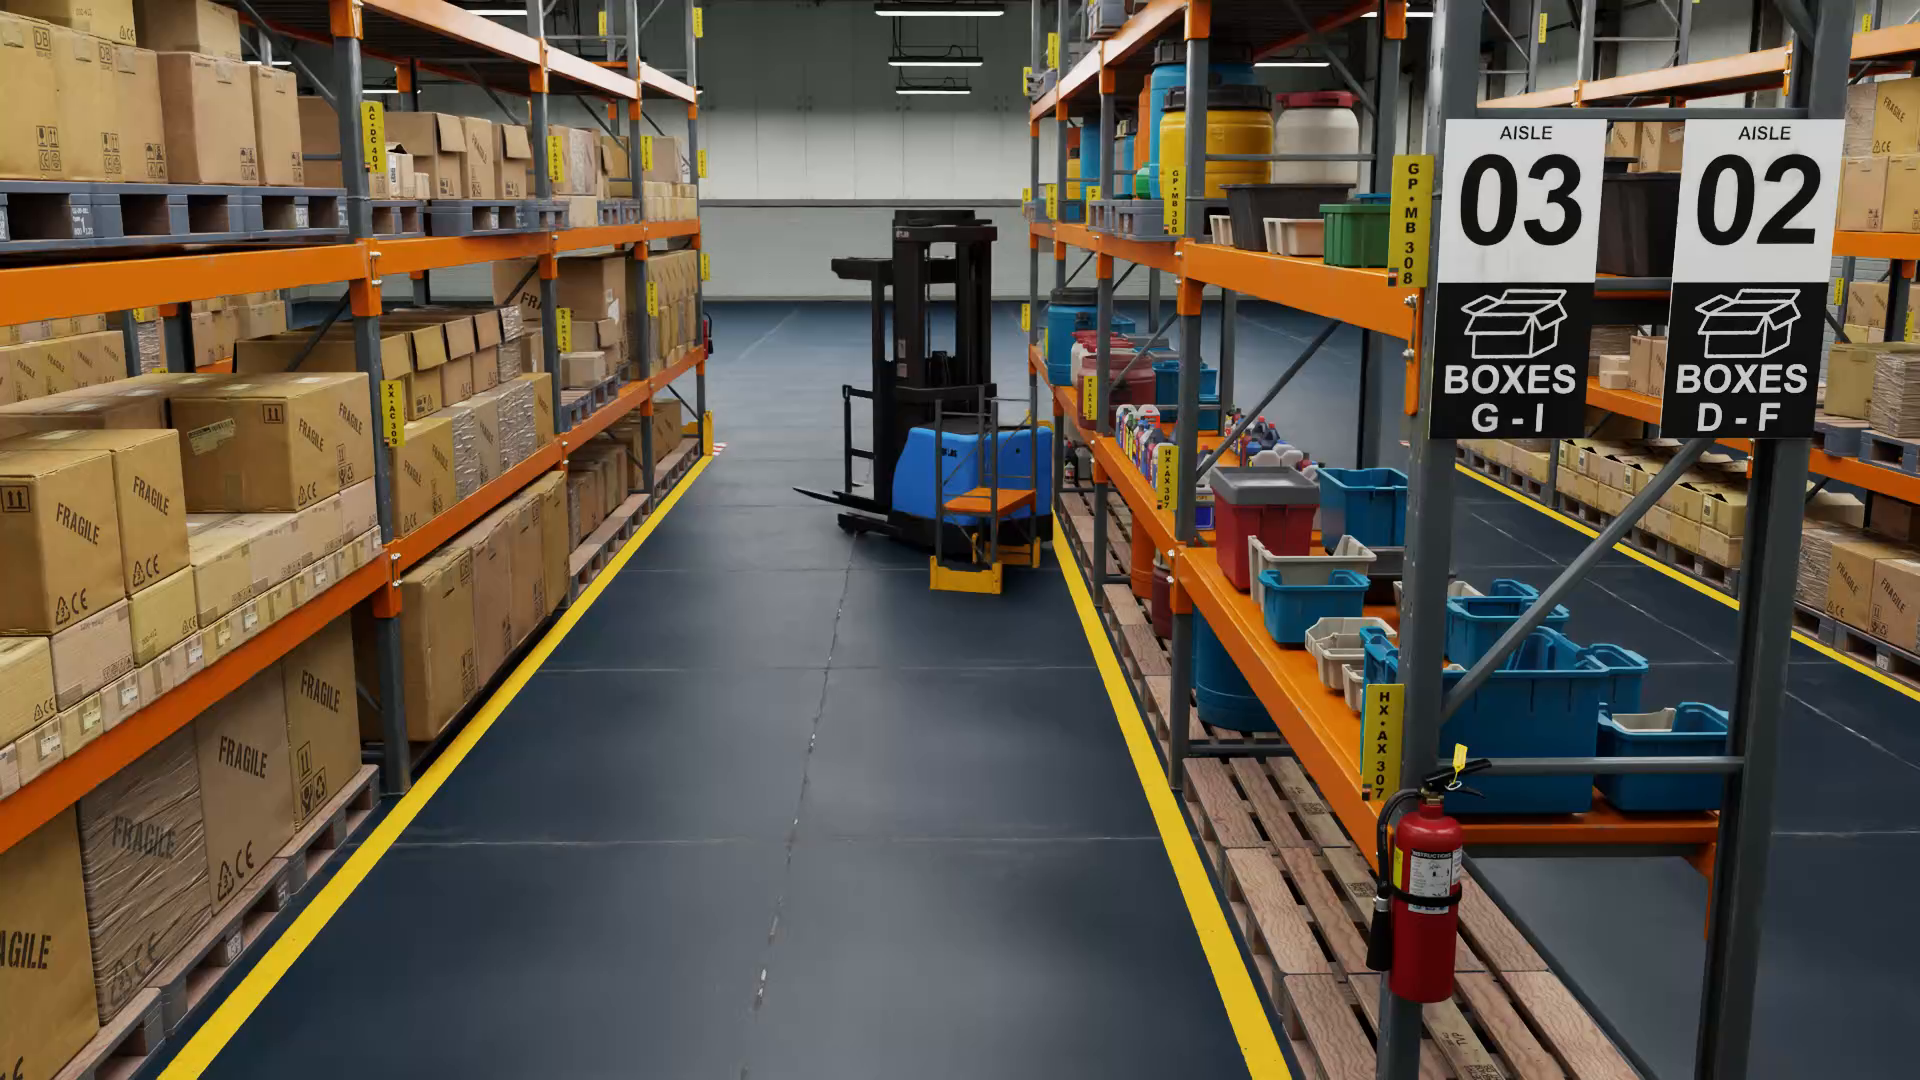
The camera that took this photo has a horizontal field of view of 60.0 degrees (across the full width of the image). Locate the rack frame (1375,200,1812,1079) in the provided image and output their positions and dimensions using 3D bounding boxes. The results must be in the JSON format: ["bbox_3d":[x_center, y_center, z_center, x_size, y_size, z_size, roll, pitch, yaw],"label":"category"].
[{"bbox_3d":[1.677,0.616,4.478,1.000,3.000,0.127,0,11,-1],"label":"rack frame"}]

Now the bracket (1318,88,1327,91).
[{"bbox_3d":[11.098,-13.689,50.849,0.235,0.232,0.430,0,11,-1],"label":"bracket"}]

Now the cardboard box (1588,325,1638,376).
[{"bbox_3d":[6.366,-1.926,16.757,0.700,0.500,0.500,-1,11,-3],"label":"cardboard box"}]

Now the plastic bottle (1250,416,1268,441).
[{"bbox_3d":[1.932,-0.612,10.657,0.144,0.351,0.185,0,11,-1],"label":"plastic bottle"}]

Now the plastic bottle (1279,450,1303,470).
[{"bbox_3d":[1.946,-0.396,9.778,0.152,0.276,0.135,0,11,-1],"label":"plastic bottle"}]

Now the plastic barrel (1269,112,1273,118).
[{"bbox_3d":[1.699,-2.365,10.229,0.433,0.535,0.433,0,11,0],"label":"plastic barrel"}]

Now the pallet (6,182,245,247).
[{"bbox_3d":[-3.329,-1.181,6.013,1.003,0.211,1.213,0,11,-1],"label":"pallet"}]

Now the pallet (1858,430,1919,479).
[{"bbox_3d":[6.509,-0.513,10.527,1.003,0.211,1.213,0,11,-1],"label":"pallet"}]

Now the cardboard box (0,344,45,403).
[{"bbox_3d":[-8.172,-1.393,14.131,0.500,0.500,0.500,0,11,-2],"label":"cardboard box"}]

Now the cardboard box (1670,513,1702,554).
[{"bbox_3d":[6.195,-0.058,13.660,0.500,0.250,0.500,0,11,-2],"label":"cardboard box"}]

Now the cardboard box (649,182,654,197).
[{"bbox_3d":[-3.279,-3.514,16.664,0.380,0.149,0.250,0,11,-1],"label":"cardboard box"}]

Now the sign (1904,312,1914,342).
[{"bbox_3d":[7.006,-1.526,12.326,0.100,0.325,0.005,0,11,-1],"label":"sign"}]

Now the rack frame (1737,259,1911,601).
[{"bbox_3d":[6.464,-0.994,12.413,1.000,3.000,0.127,0,11,-1],"label":"rack frame"}]

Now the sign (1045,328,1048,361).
[{"bbox_3d":[0.879,-1.905,16.208,0.100,0.325,0.005,0,11,-1],"label":"sign"}]

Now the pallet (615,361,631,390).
[{"bbox_3d":[-3.653,-1.502,15.403,1.003,0.211,1.213,0,11,-1],"label":"pallet"}]

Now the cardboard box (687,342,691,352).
[{"bbox_3d":[-3.332,-2.266,19.316,0.380,0.149,0.250,0,11,-1],"label":"cardboard box"}]

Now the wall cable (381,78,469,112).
[{"bbox_3d":[-16.017,-12.799,50.622,3.097,2.526,0.112,0,11,-1],"label":"wall cable"}]

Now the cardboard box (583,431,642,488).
[{"bbox_3d":[-3.491,-0.809,16.735,0.500,0.500,0.500,-1,11,-3],"label":"cardboard box"}]

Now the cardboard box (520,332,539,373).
[{"bbox_3d":[-3.491,-1.316,12.693,0.500,0.500,0.500,-2,12,-8],"label":"cardboard box"}]

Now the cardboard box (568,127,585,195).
[{"bbox_3d":[-3.200,-2.913,12.821,0.500,0.500,0.500,0,11,-1],"label":"cardboard box"}]

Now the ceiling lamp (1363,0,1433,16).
[{"bbox_3d":[7.017,-9.736,25.735,2.000,3.185,0.800,0,11,-1],"label":"ceiling lamp"}]

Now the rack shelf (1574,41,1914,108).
[{"bbox_3d":[6.423,-3.783,13.888,1.077,0.370,4.000,0,11,-1],"label":"rack shelf"}]

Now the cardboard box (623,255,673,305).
[{"bbox_3d":[-3.300,-2.723,17.422,0.500,0.500,0.500,0,11,-1],"label":"cardboard box"}]

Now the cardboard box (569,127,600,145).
[{"bbox_3d":[-3.787,-3.747,16.184,0.500,0.500,0.500,-1,11,-3],"label":"cardboard box"}]

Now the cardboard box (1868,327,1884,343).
[{"bbox_3d":[10.969,-2.340,19.376,0.500,0.250,0.500,-1,11,-3],"label":"cardboard box"}]

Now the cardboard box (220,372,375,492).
[{"bbox_3d":[-3.081,-0.508,7.763,0.500,0.500,0.500,0,11,0],"label":"cardboard box"}]

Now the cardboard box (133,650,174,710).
[{"bbox_3d":[-2.976,0.483,5.764,0.380,0.149,0.250,0,11,-2],"label":"cardboard box"}]

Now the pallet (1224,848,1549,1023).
[{"bbox_3d":[1.676,1.577,6.756,1.003,0.211,1.213,0,11,-1],"label":"pallet"}]

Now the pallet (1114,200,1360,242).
[{"bbox_3d":[1.480,-1.712,8.884,1.213,0.211,1.003,0,11,-1],"label":"pallet"}]

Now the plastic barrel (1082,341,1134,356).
[{"bbox_3d":[1.254,-1.413,14.138,0.433,0.535,0.433,0,11,0],"label":"plastic barrel"}]

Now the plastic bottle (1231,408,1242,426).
[{"bbox_3d":[1.951,-0.792,11.714,0.061,0.283,0.133,0,11,-1],"label":"plastic bottle"}]

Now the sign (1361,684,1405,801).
[{"bbox_3d":[1.127,0.542,4.435,0.100,0.325,0.005,0,11,-1],"label":"sign"}]

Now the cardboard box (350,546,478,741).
[{"bbox_3d":[-3.391,0.550,9.093,1.225,0.875,0.875,0,11,-1],"label":"cardboard box"}]

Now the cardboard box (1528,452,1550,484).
[{"bbox_3d":[6.153,-0.738,17.014,0.500,0.250,0.500,0,11,-1],"label":"cardboard box"}]

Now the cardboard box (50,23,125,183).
[{"bbox_3d":[-3.290,-1.455,5.586,0.700,0.500,0.500,-1,12,-5],"label":"cardboard box"}]

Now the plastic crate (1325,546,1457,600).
[{"bbox_3d":[1.886,0.148,7.327,0.437,0.125,0.590,0,11,-1],"label":"plastic crate"}]

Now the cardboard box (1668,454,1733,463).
[{"bbox_3d":[6.701,-0.640,15.119,0.500,0.311,0.500,0,11,-1],"label":"cardboard box"}]

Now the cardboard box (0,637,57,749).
[{"bbox_3d":[-3.015,0.468,4.839,0.500,0.250,0.500,-1,11,-3],"label":"cardboard box"}]

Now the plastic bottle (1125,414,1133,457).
[{"bbox_3d":[1.164,-0.711,11.312,0.061,0.283,0.133,0,11,-1],"label":"plastic bottle"}]

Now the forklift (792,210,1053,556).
[{"bbox_3d":[-0.480,-1.542,15.290,1.130,2.935,3.031,-9,14,-37],"label":"forklift"}]

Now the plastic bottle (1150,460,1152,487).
[{"bbox_3d":[1.208,-0.427,10.121,0.097,0.201,0.097,0,11,0],"label":"plastic bottle"}]

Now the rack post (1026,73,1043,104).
[{"bbox_3d":[1.235,-5.109,18.865,0.937,0.300,0.954,1,12,5],"label":"rack post"}]

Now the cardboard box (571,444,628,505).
[{"bbox_3d":[-3.532,-0.617,15.738,0.700,0.500,0.500,-1,12,-6],"label":"cardboard box"}]

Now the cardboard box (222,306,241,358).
[{"bbox_3d":[-8.594,-2.323,18.586,0.875,0.550,0.550,0,11,-1],"label":"cardboard box"}]

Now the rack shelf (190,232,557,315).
[{"bbox_3d":[-3.399,-1.674,10.030,1.077,0.370,4.000,0,11,-1],"label":"rack shelf"}]

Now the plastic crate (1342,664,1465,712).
[{"bbox_3d":[1.488,0.497,5.578,0.396,0.136,0.243,0,11,-1],"label":"plastic crate"}]

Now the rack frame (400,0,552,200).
[{"bbox_3d":[-3.440,-3.894,11.620,1.000,3.000,0.127,0,11,-1],"label":"rack frame"}]

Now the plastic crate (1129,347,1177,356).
[{"bbox_3d":[1.763,-1.543,15.163,0.392,0.384,0.575,0,11,-1],"label":"plastic crate"}]

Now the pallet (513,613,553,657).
[{"bbox_3d":[-3.499,0.570,11.719,1.003,0.211,1.213,0,11,-1],"label":"pallet"}]

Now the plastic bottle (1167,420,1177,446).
[{"bbox_3d":[1.375,-0.583,10.510,0.144,0.351,0.185,0,11,-1],"label":"plastic bottle"}]

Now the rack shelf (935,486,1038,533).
[{"bbox_3d":[0.223,-0.257,13.459,0.538,0.185,1.000,4,12,20],"label":"rack shelf"}]

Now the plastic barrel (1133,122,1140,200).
[{"bbox_3d":[1.698,-2.949,13.425,0.600,0.830,0.708,0,11,-1],"label":"plastic barrel"}]

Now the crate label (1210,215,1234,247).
[{"bbox_3d":[1.315,-1.421,7.640,0.293,0.136,0.466,0,11,-1],"label":"crate label"}]

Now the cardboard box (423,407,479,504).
[{"bbox_3d":[-3.138,-0.500,9.726,0.500,0.500,0.500,0,11,-2],"label":"cardboard box"}]

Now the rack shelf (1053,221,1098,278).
[{"bbox_3d":[1.470,-2.489,14.049,1.077,0.370,4.000,0,11,-1],"label":"rack shelf"}]

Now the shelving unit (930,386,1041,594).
[{"bbox_3d":[0.220,-0.432,13.415,0.587,1.500,1.083,4,12,20],"label":"shelving unit"}]

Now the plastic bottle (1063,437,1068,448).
[{"bbox_3d":[1.117,-0.916,17.585,0.144,0.351,0.185,0,11,-2],"label":"plastic bottle"}]
